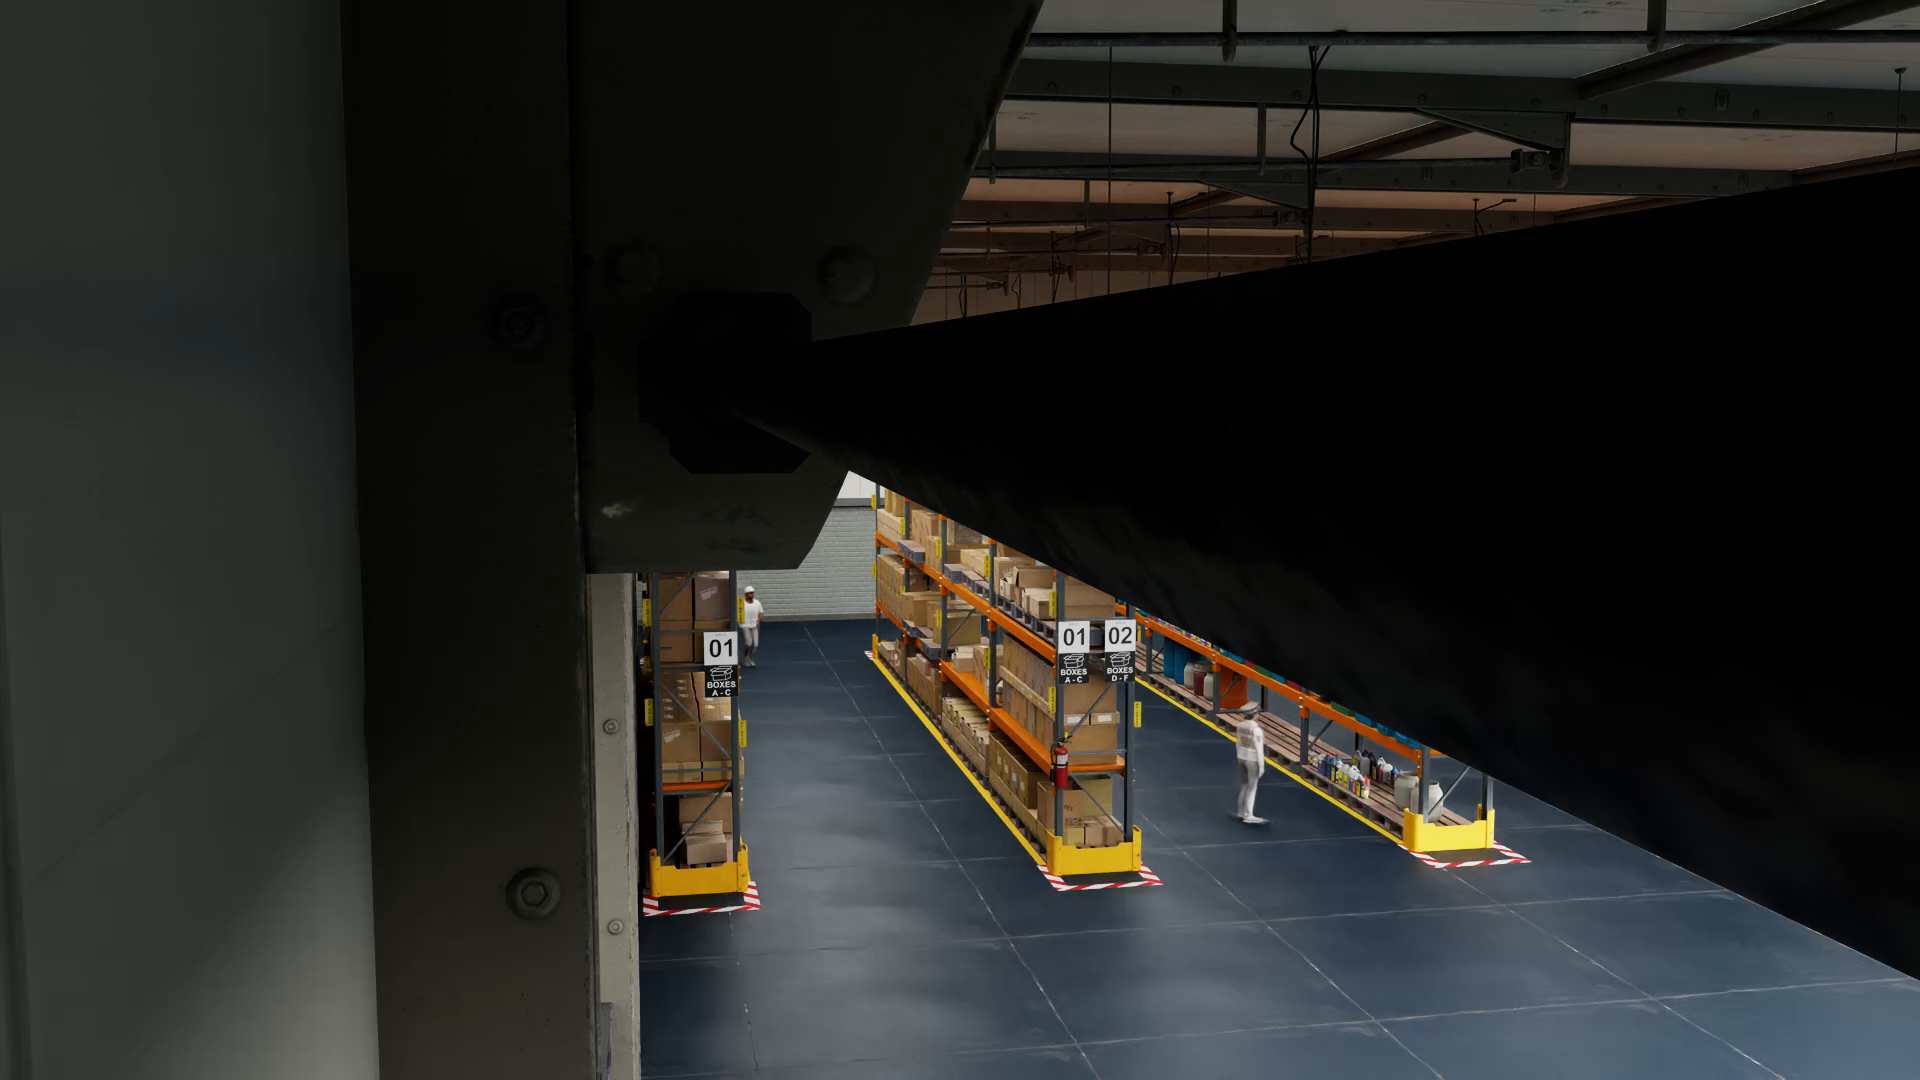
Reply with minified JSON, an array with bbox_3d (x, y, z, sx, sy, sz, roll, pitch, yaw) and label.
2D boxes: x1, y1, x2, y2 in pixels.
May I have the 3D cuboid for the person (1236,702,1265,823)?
[{"bbox_3d":[4.090,3.134,23.260,0.375,1.726,0.535,-3,7,-26],"label":"person"}]

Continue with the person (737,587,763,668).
[{"bbox_3d":[-4.473,1.861,35.317,0.709,1.738,0.497,-3,6,-25],"label":"person"}]
